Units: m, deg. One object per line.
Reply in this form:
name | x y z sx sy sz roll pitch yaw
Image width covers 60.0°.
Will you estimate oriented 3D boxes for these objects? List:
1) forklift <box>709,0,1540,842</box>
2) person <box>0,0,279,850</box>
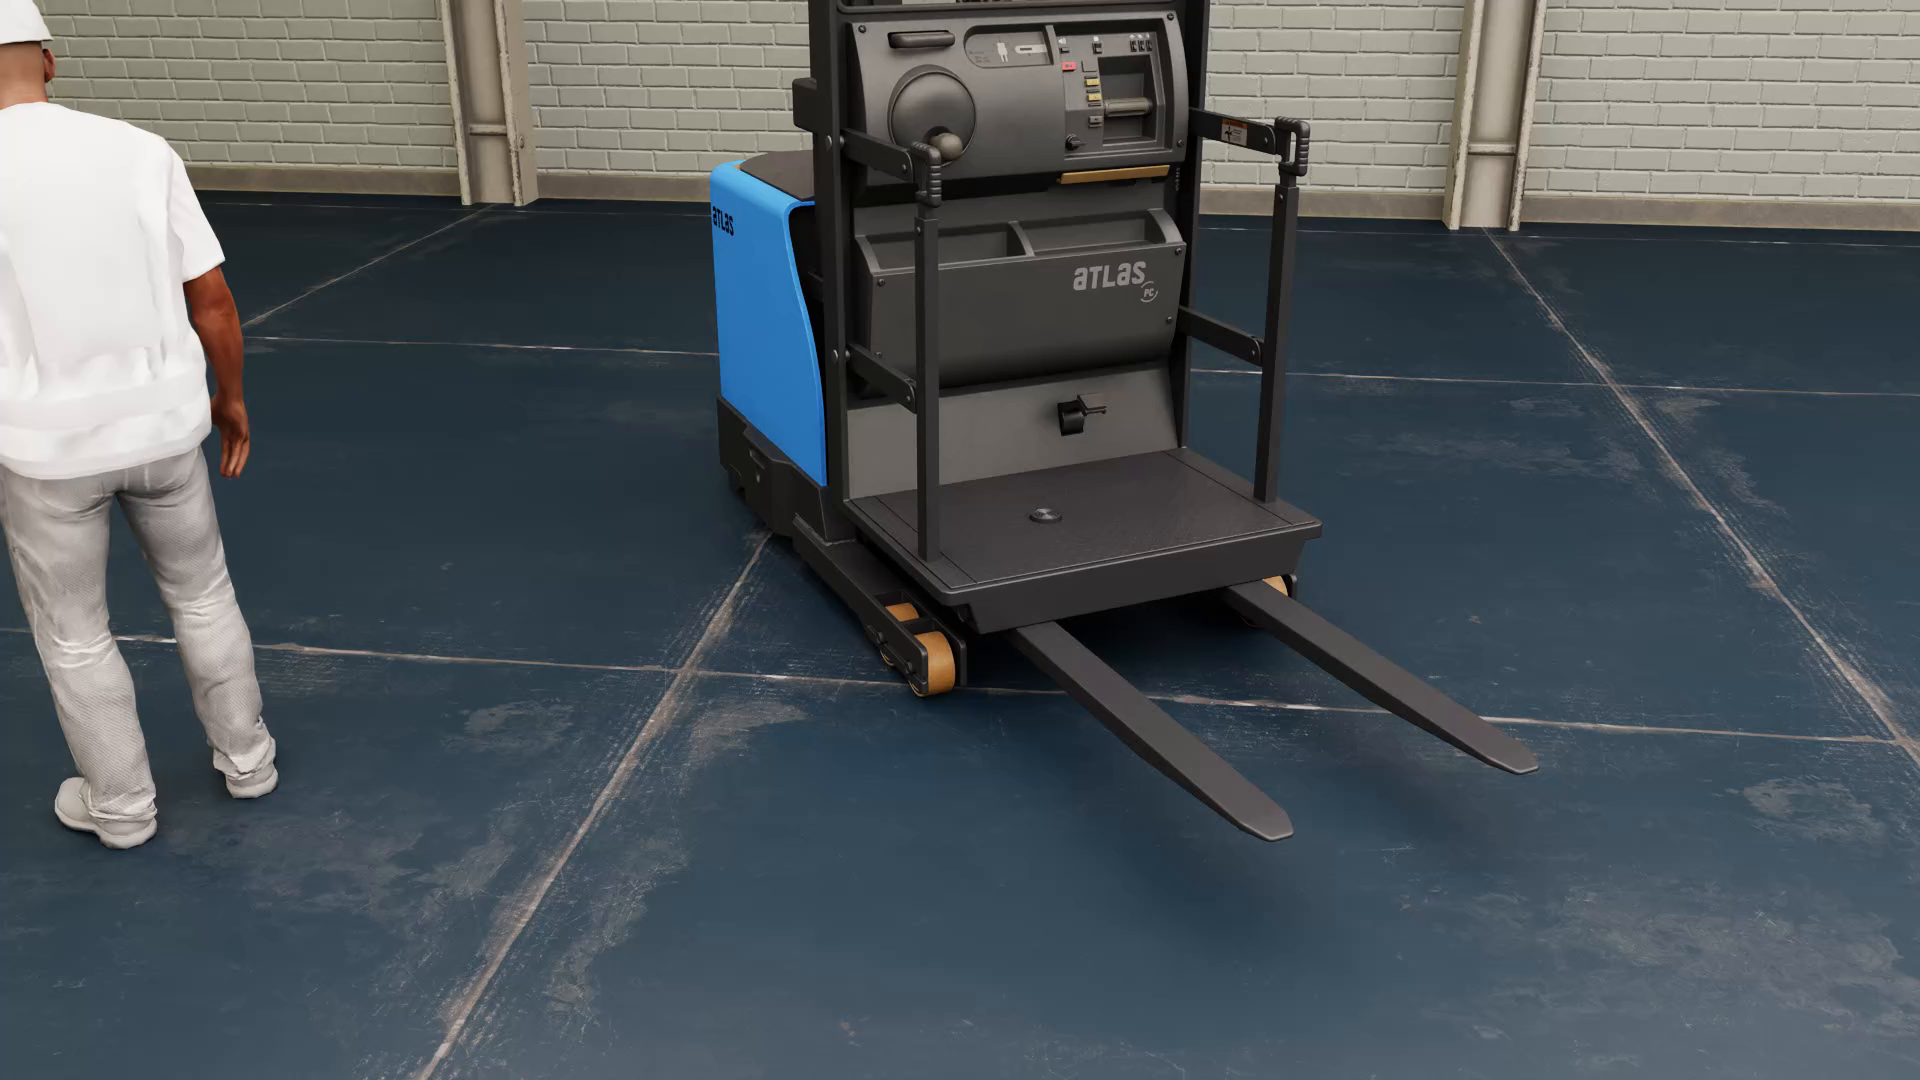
forklift | 0.261 -1.147 4.103 1.130 2.935 3.031 -10 24 -23
person | -1.765 -0.224 3.381 0.627 1.760 0.461 -19 29 -39
